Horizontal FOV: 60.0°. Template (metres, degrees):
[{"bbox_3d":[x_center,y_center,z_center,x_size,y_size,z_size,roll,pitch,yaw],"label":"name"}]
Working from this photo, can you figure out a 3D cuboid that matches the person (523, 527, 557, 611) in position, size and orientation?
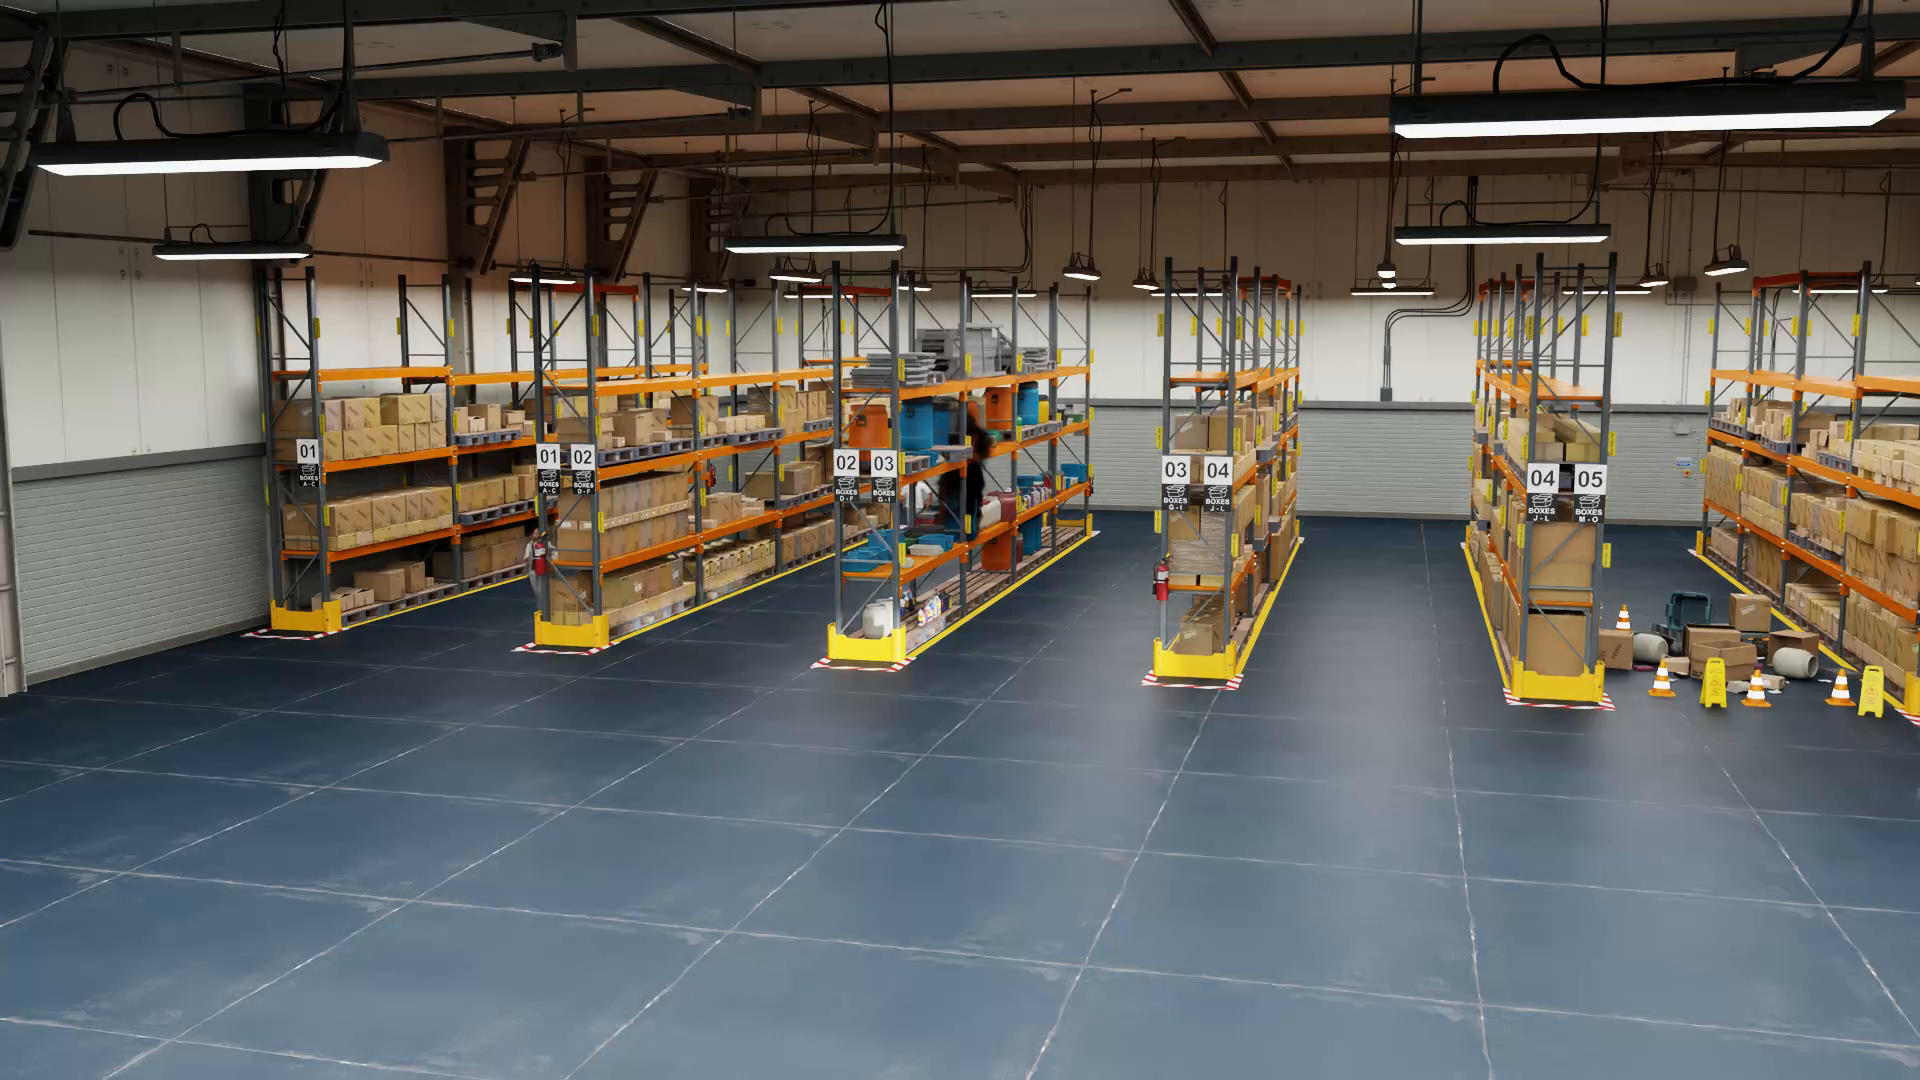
[{"bbox_3d":[-7.226,0.597,28.538,0.514,1.639,0.666,1,7,7],"label":"person"}]

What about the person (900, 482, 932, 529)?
[{"bbox_3d":[-1.056,-0.739,38.461,0.746,1.724,0.593,2,7,13],"label":"person"}]
